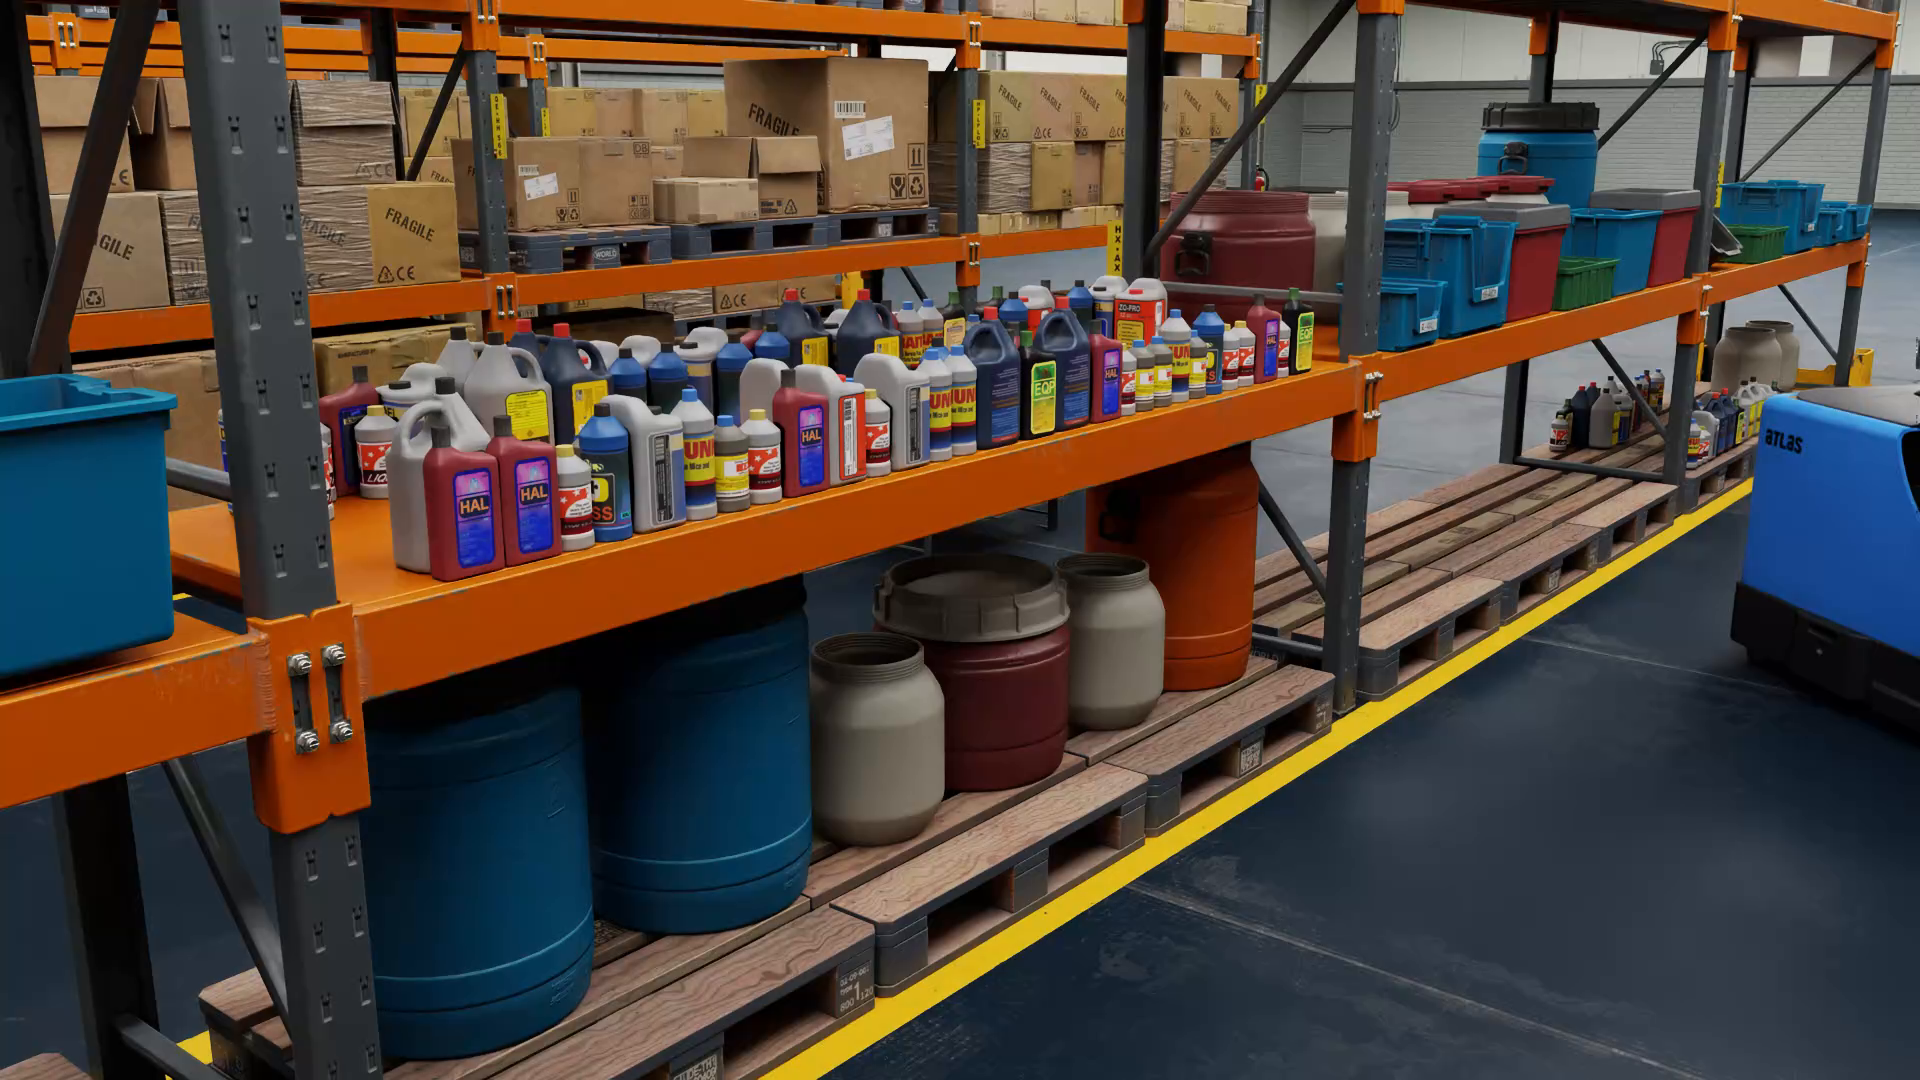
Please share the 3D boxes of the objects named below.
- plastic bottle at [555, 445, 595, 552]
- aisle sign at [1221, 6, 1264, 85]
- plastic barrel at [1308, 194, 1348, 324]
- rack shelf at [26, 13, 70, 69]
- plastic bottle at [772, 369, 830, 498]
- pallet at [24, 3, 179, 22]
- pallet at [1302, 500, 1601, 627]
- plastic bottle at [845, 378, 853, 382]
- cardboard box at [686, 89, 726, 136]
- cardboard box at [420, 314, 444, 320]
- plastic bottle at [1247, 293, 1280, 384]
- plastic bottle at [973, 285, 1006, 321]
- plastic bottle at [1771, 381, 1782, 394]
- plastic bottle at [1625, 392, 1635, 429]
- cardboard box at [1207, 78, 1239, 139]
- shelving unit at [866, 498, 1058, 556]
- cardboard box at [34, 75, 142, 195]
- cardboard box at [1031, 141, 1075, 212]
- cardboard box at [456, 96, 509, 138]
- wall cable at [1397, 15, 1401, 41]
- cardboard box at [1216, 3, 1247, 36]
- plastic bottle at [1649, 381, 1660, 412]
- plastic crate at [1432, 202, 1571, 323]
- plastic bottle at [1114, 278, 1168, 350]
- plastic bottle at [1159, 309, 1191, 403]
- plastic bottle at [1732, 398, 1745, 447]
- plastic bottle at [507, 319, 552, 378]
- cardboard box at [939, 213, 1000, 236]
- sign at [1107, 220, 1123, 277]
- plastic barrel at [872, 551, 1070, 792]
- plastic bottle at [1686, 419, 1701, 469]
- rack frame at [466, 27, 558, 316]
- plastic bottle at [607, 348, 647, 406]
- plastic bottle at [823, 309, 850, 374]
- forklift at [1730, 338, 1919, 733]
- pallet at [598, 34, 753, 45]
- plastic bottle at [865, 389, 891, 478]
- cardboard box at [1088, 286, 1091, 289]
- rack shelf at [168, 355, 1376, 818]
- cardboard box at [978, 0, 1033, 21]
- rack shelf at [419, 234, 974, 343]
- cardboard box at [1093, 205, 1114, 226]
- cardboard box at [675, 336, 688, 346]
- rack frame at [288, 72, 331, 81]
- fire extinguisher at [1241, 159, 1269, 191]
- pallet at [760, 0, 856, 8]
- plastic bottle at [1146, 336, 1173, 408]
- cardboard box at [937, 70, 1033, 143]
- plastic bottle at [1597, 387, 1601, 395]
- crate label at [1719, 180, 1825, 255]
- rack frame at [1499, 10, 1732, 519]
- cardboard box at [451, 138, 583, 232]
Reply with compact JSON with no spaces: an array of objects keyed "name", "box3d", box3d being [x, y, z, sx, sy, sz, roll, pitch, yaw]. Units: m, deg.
[{"name":"plastic bottle","box3d":[-0.773,-0.085,3.271,0.097,0.201,0.097,0,14,0]},{"name":"aisle sign","box3d":[2.485,-4.417,14.638,0.394,0.787,0.004,11,18,38]},{"name":"plastic barrel","box3d":[1.517,-1.177,6.938,0.421,0.512,0.421,0,14,0]},{"name":"rack shelf","box3d":[-7.867,-3.169,10.373,1.077,0.370,4.000,11,18,38]},{"name":"plastic bottle","box3d":[-0.357,-0.245,3.731,0.061,0.283,0.133,11,18,38]},{"name":"pallet","box3d":[-6.247,-3.940,12.333,1.213,0.211,1.003,12,19,40]},{"name":"pallet","box3d":[2.321,0.083,7.866,1.003,0.211,1.213,11,18,38]},{"name":"plastic bottle","box3d":[-0.271,-0.298,4.107,0.097,0.201,0.097,0,14,0]},{"name":"cardboard box","box3d":[-2.809,-4.182,16.495,0.875,0.550,0.500,11,18,38]},{"name":"cardboard box","box3d":[-5.025,-2.009,14.154,1.050,0.750,0.750,11,18,38]},{"name":"plastic bottle","box3d":[0.969,-0.649,5.322,0.061,0.283,0.133,11,18,38]},{"name":"plastic bottle","box3d":[0.103,-0.696,5.509,0.061,0.283,0.133,11,18,38]},{"name":"plastic bottle","box3d":[5.192,-0.877,10.607,0.061,0.283,0.133,12,18,39]},{"name":"plastic bottle","box3d":[4.151,-0.811,10.348,0.061,0.283,0.133,11,18,38]},{"name":"cardboard box","box3d":[2.059,-3.725,14.357,0.500,0.500,0.500,11,18,38]},{"name":"shelving unit","box3d":[-0.004,-0.544,8.479,0.538,1.125,1.048,11,18,38]},{"name":"cardboard box","box3d":[-4.116,-1.803,7.387,0.797,0.503,0.637,12,19,39]},{"name":"cardboard box","box3d":[0.371,-2.785,12.687,0.875,0.500,0.500,11,18,38]},{"name":"cardboard box","box3d":[-4.403,-3.650,14.663,0.700,0.500,0.500,11,18,37]},{"name":"wall cable","box3d":[13.342,-15.035,45.581,3.097,2.526,0.112,11,18,38]},{"name":"cardboard box","box3d":[2.107,-4.441,14.225,0.500,0.250,0.500,12,18,39]},{"name":"plastic bottle","box3d":[4.618,-0.963,11.113,0.097,0.201,0.097,0,14,0]},{"name":"plastic crate","box3d":[2.290,-1.186,7.070,0.402,0.464,0.583,11,18,38]},{"name":"plastic bottle","box3d":[0.632,-0.777,5.840,0.152,0.276,0.135,11,18,38]},{"name":"plastic bottle","box3d":[0.638,-0.549,4.954,0.097,0.271,0.097,0,14,0]},{"name":"plastic bottle","box3d":[4.636,-0.708,9.939,0.061,0.283,0.133,12,19,40]},{"name":"plastic bottle","box3d":[-1.038,-0.365,4.069,0.144,0.351,0.185,11,18,38]},{"name":"cardboard box","box3d":[0.068,-2.298,12.089,0.380,0.149,0.250,11,18,38]},{"name":"sign","box3d":[0.605,-1.056,6.356,0.100,0.325,0.005,11,18,38]},{"name":"plastic barrel","box3d":[0.033,0.385,5.061,0.600,0.588,0.708,11,18,38]},{"name":"plastic bottle","box3d":[4.092,-0.543,9.317,0.097,0.271,0.097,0,14,0]},{"name":"rack frame","box3d":[-4.096,-3.213,15.177,1.000,3.000,0.127,11,18,38]},{"name":"plastic bottle","box3d":[-0.826,-0.341,4.134,0.097,0.271,0.097,0,14,0]},{"name":"plastic bottle","box3d":[-0.358,-0.535,4.887,0.152,0.276,0.135,11,18,38]},{"name":"forklift","box3d":[3.909,-0.624,5.125,1.130,2.935,3.031,-3,15,-11]},{"name":"pallet","box3d":[-2.806,-5.011,16.344,1.003,0.211,1.213,11,18,38]},{"name":"plastic bottle","box3d":[-0.214,-0.256,3.941,0.097,0.201,0.097,0,14,0]},{"name":"cardboard box","box3d":[1.458,-1.947,14.418,0.500,0.500,0.500,-10,17,-35]},{"name":"rack shelf","box3d":[-0.220,-0.161,4.627,1.077,0.370,4.000,11,18,38]},{"name":"cardboard box","box3d":[0.180,-3.853,11.911,0.500,0.250,0.500,10,18,35]},{"name":"rack shelf","box3d":[-1.559,-1.694,10.660,1.077,0.370,4.000,11,18,38]},{"name":"cardboard box","box3d":[1.000,-2.588,13.228,0.380,0.149,0.250,11,18,38]},{"name":"cardboard box","box3d":[-1.720,-1.011,10.692,0.700,0.500,0.500,13,19,42]},{"name":"rack frame","box3d":[-9.359,-5.493,24.152,1.000,3.000,0.127,11,18,38]},{"name":"fire extinguisher","box3d":[2.643,-3.105,14.909,0.296,0.674,0.183,11,18,38]},{"name":"pallet","box3d":[-1.422,-3.488,10.548,1.213,0.211,1.003,11,18,38]},{"name":"plastic bottle","box3d":[0.577,-0.497,4.889,0.097,0.201,0.097,0,14,0]},{"name":"cardboard box","box3d":[0.179,-3.150,12.091,0.500,0.500,0.500,11,18,38]},{"name":"plastic bottle","box3d":[3.922,-0.798,10.296,0.061,0.283,0.133,13,19,41]},{"name":"crate label","box3d":[5.119,-2.048,10.521,0.502,0.435,0.616,11,18,38]},{"name":"rack frame","box3d":[3.551,-1.659,9.062,1.000,3.000,0.127,11,18,38]},{"name":"cardboard box","box3d":[-2.507,-2.021,9.431,0.500,0.500,0.500,9,17,31]}]
